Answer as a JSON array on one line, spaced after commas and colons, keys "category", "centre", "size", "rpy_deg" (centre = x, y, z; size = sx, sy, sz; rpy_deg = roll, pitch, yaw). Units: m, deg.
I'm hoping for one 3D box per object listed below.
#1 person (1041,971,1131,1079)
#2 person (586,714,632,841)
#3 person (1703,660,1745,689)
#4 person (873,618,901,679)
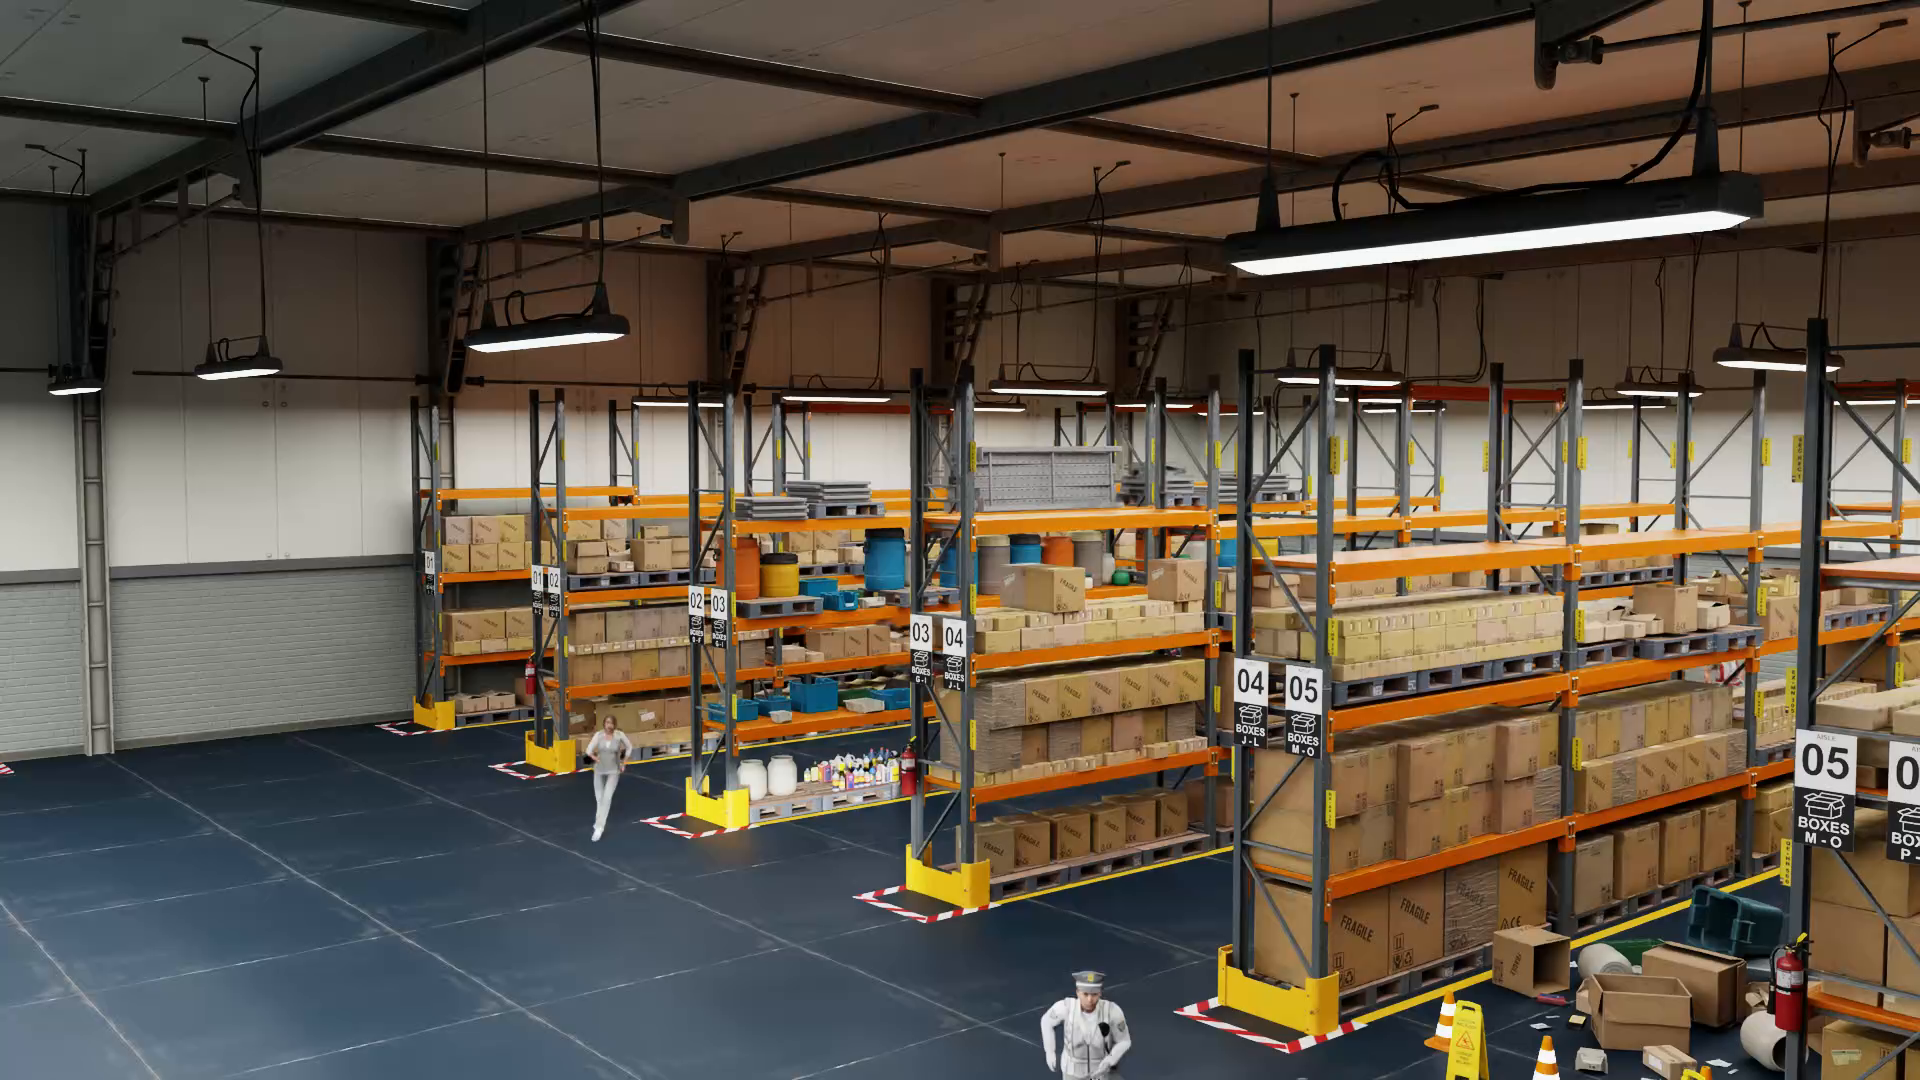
[{"category": "person", "centre": [0.867, 3.698, 11.481], "size": [0.607, 1.619, 0.686], "rpy_deg": [0, 3, -2]}, {"category": "person", "centre": [-4.608, 3.079, 21.829], "size": [0.569, 1.627, 0.679], "rpy_deg": [0, 3, 1]}, {"category": "person", "centre": [13.224, 2.579, 28.727], "size": [0.688, 1.763, 0.848], "rpy_deg": [0, 3, -4]}, {"category": "person", "centre": [-1.556, 2.296, 33.875], "size": [0.712, 1.764, 0.918], "rpy_deg": [3, 4, 38]}]
